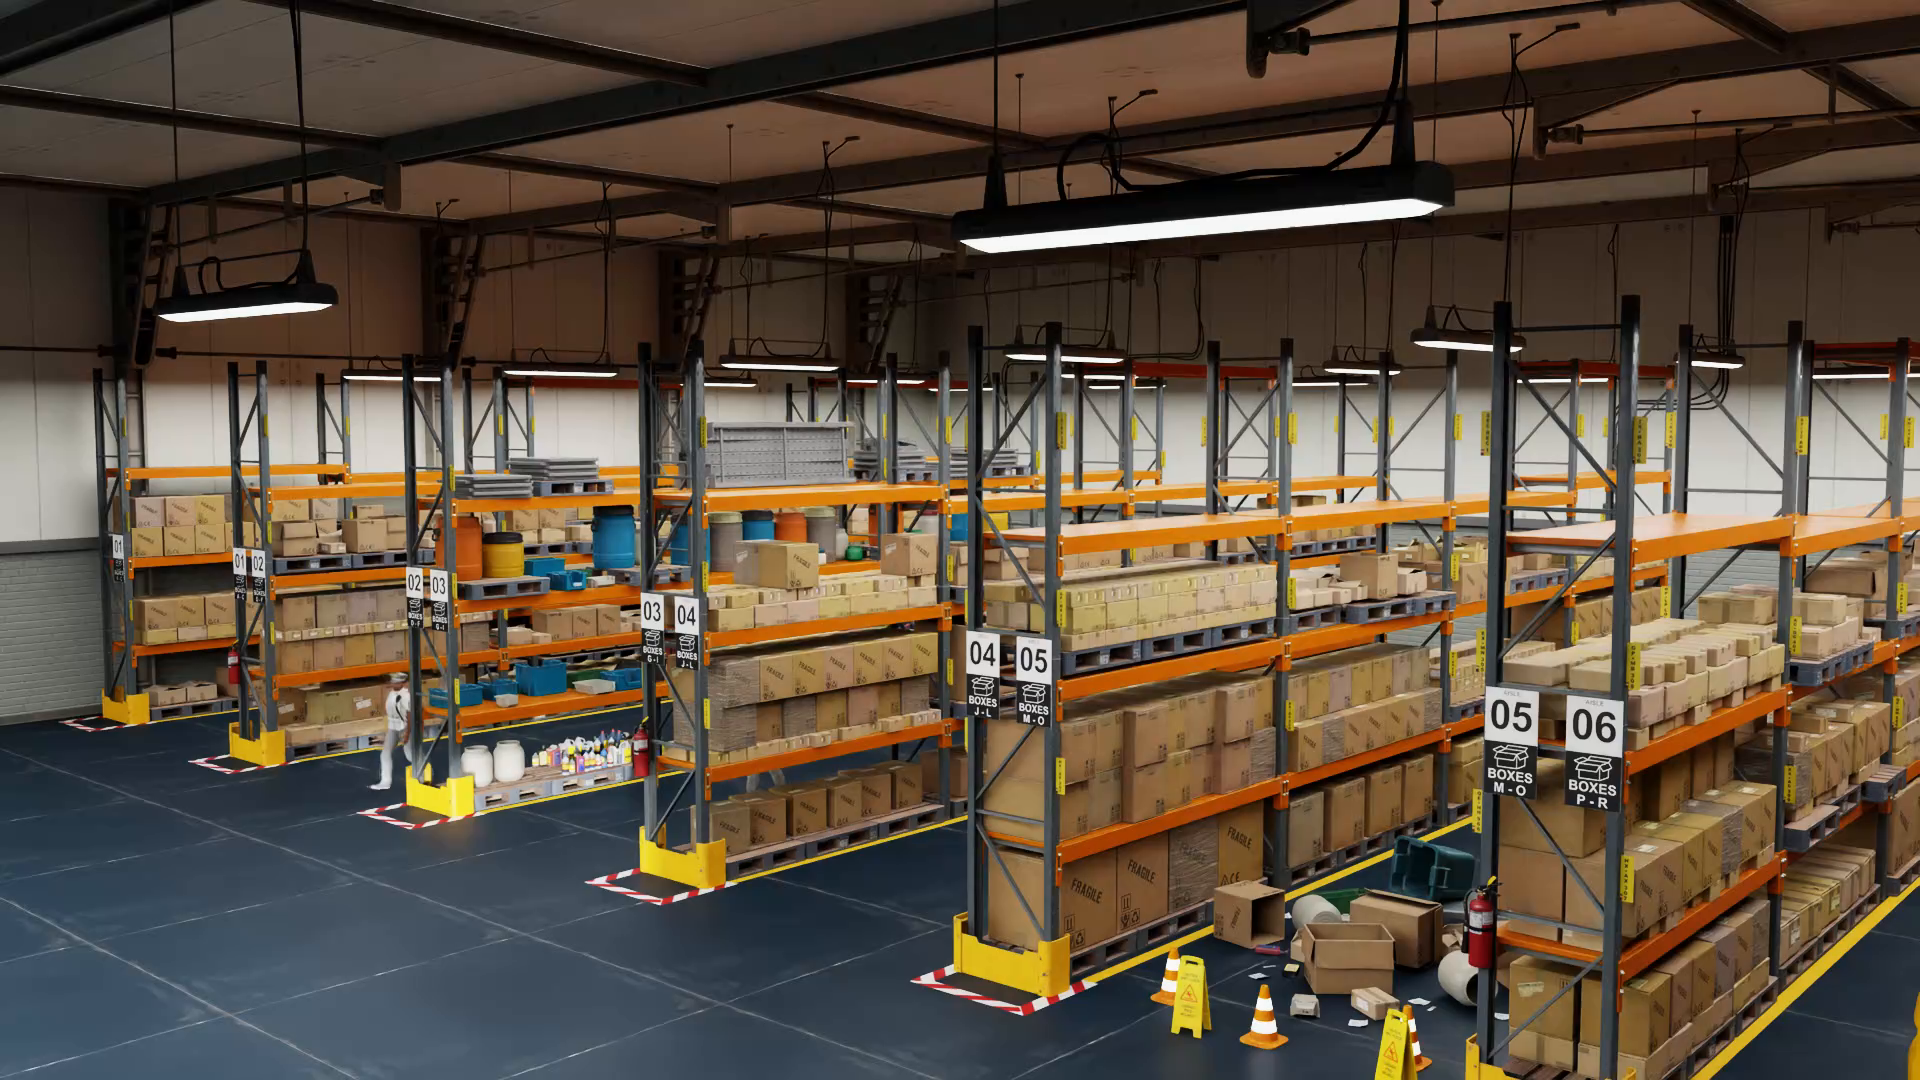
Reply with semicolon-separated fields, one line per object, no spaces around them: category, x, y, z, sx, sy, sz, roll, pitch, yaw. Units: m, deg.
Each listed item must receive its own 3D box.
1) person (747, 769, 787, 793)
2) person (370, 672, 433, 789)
person;-2.625;2.685;21.988;0.774;1.794;0.595;-3;5;-38
person;-7.794;2.640;23.216;0.468;1.632;0.843;2;5;25
